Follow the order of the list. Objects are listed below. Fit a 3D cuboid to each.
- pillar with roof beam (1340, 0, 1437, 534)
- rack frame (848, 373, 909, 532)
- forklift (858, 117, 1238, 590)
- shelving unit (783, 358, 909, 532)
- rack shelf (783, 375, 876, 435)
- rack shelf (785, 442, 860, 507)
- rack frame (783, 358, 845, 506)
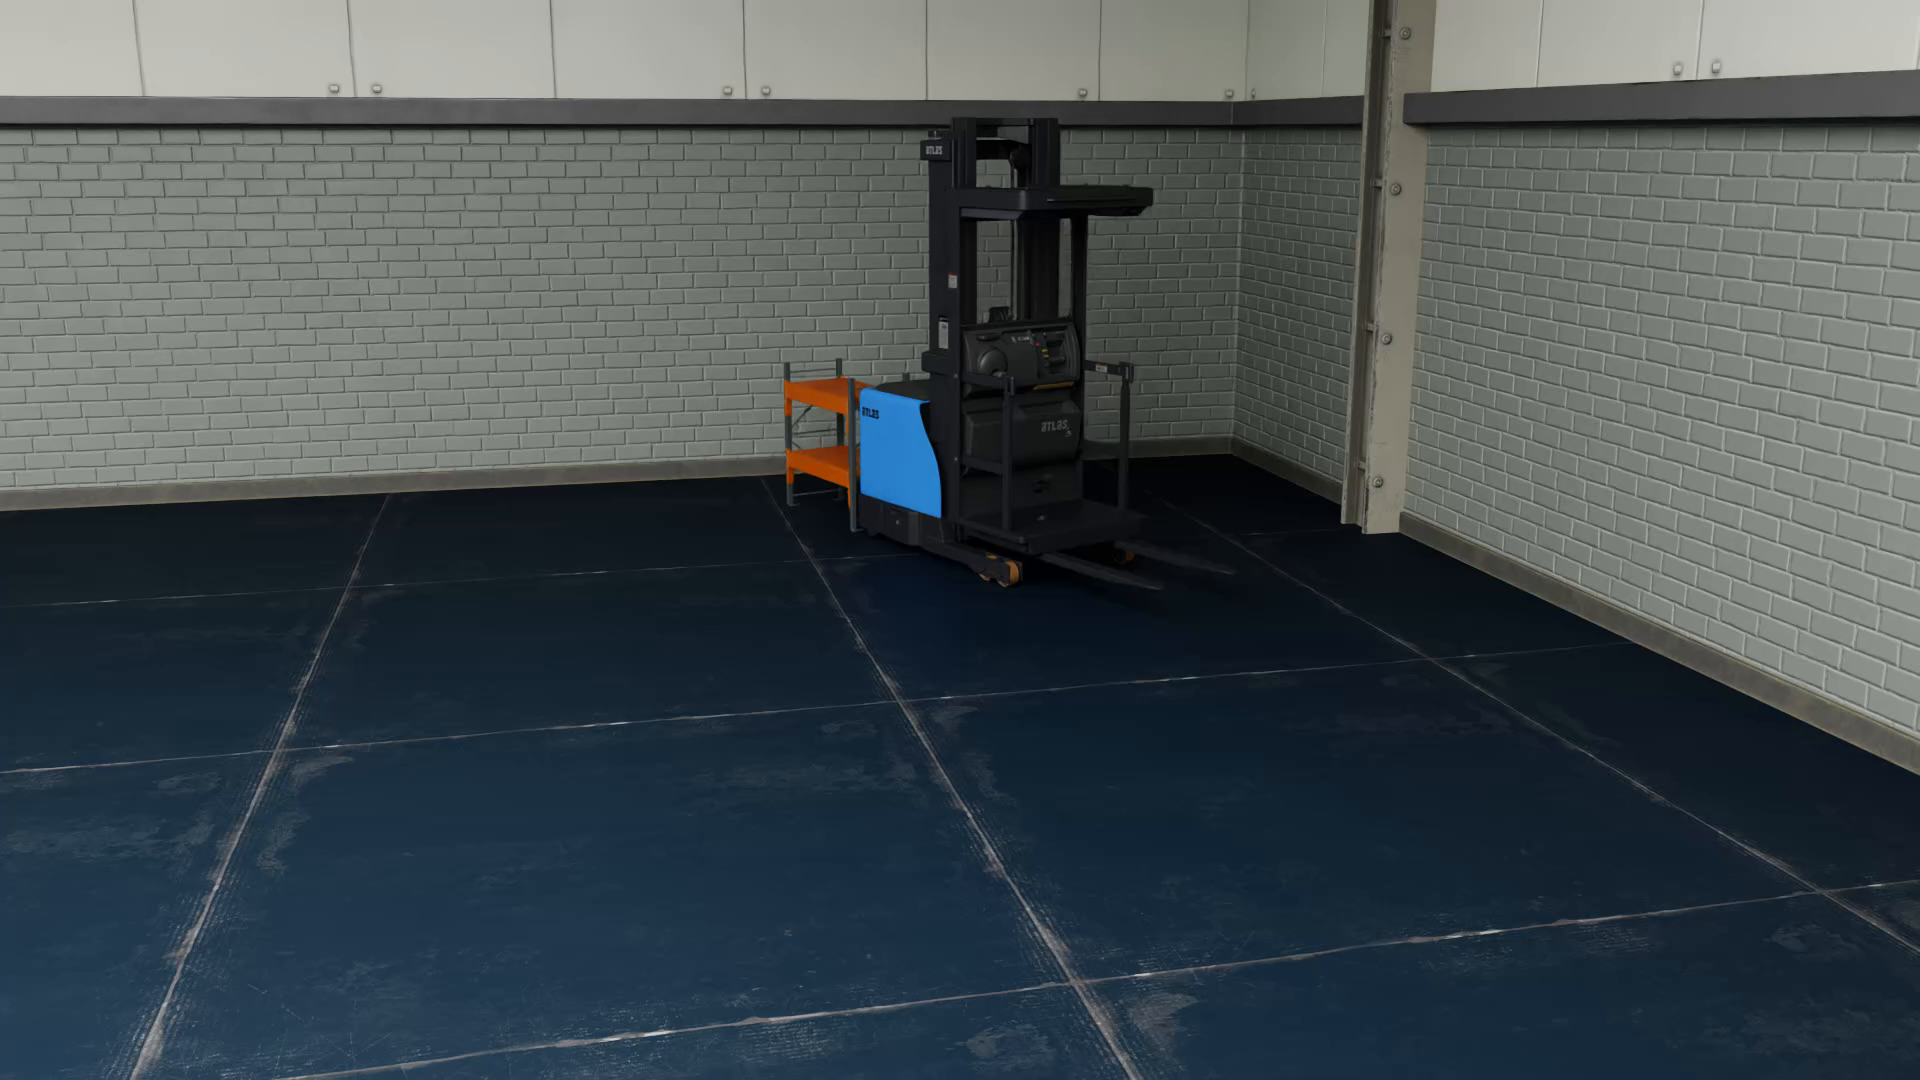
[{"bbox_3d":[-1.136,-4.229,10.274,9.100,9.000,0.400,-3,14,-13],"label":"pillar with roof beam"},{"bbox_3d":[-0.589,-0.643,12.190,0.500,1.125,0.032,-9,16,-32],"label":"rack frame"},{"bbox_3d":[0.542,-1.254,10.885,1.130,2.935,3.031,-10,17,-35],"label":"forklift"},{"bbox_3d":[-0.864,-0.745,12.605,0.538,1.125,1.048,-9,16,-32],"label":"shelving unit"},{"bbox_3d":[-0.864,-1.029,12.536,0.538,0.278,1.000,-9,16,-32],"label":"rack shelf"},{"bbox_3d":[-0.864,-0.507,12.664,0.538,0.278,1.000,-9,16,-32],"label":"rack shelf"},{"bbox_3d":[-1.139,-0.846,13.021,0.500,1.125,0.032,-9,16,-32],"label":"rack frame"}]
